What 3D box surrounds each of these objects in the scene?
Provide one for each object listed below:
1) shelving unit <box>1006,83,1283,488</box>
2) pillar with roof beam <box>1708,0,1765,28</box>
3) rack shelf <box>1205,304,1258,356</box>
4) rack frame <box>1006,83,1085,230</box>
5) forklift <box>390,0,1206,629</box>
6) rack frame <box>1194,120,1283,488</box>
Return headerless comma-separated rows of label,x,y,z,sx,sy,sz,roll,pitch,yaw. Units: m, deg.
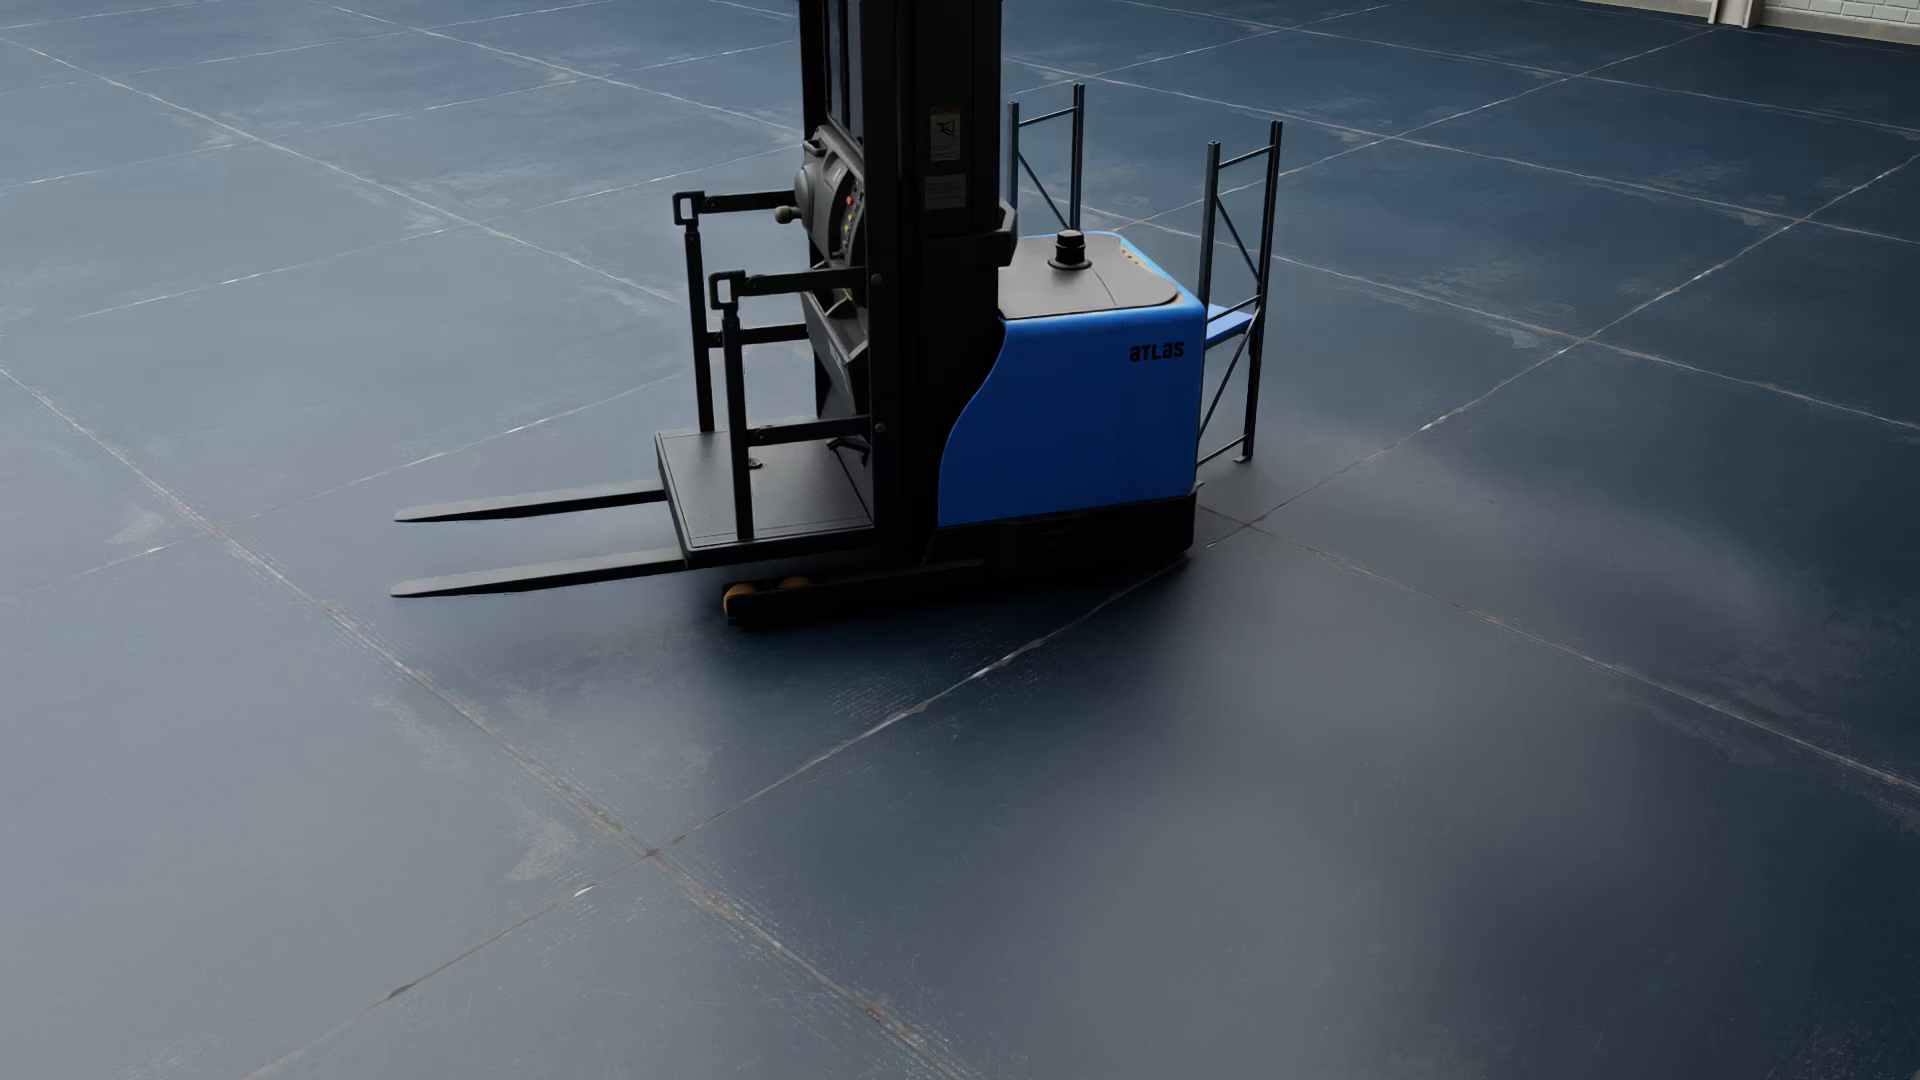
shelving unit,0.758,-1.118,7.264,1.048,1.500,0.538,22,35,36
pillar with roof beam,4.662,-7.682,11.690,0.400,9.000,9.100,25,36,38
rack shelf,0.758,-0.959,7.348,1.000,0.185,0.538,22,35,36
rack frame,0.377,-1.274,7.562,0.032,1.500,0.500,22,35,36
forklift,-0.652,-1.242,5.963,3.031,2.935,1.130,-7,29,-14
rack frame,1.140,-0.961,6.967,0.032,1.500,0.500,22,35,36
